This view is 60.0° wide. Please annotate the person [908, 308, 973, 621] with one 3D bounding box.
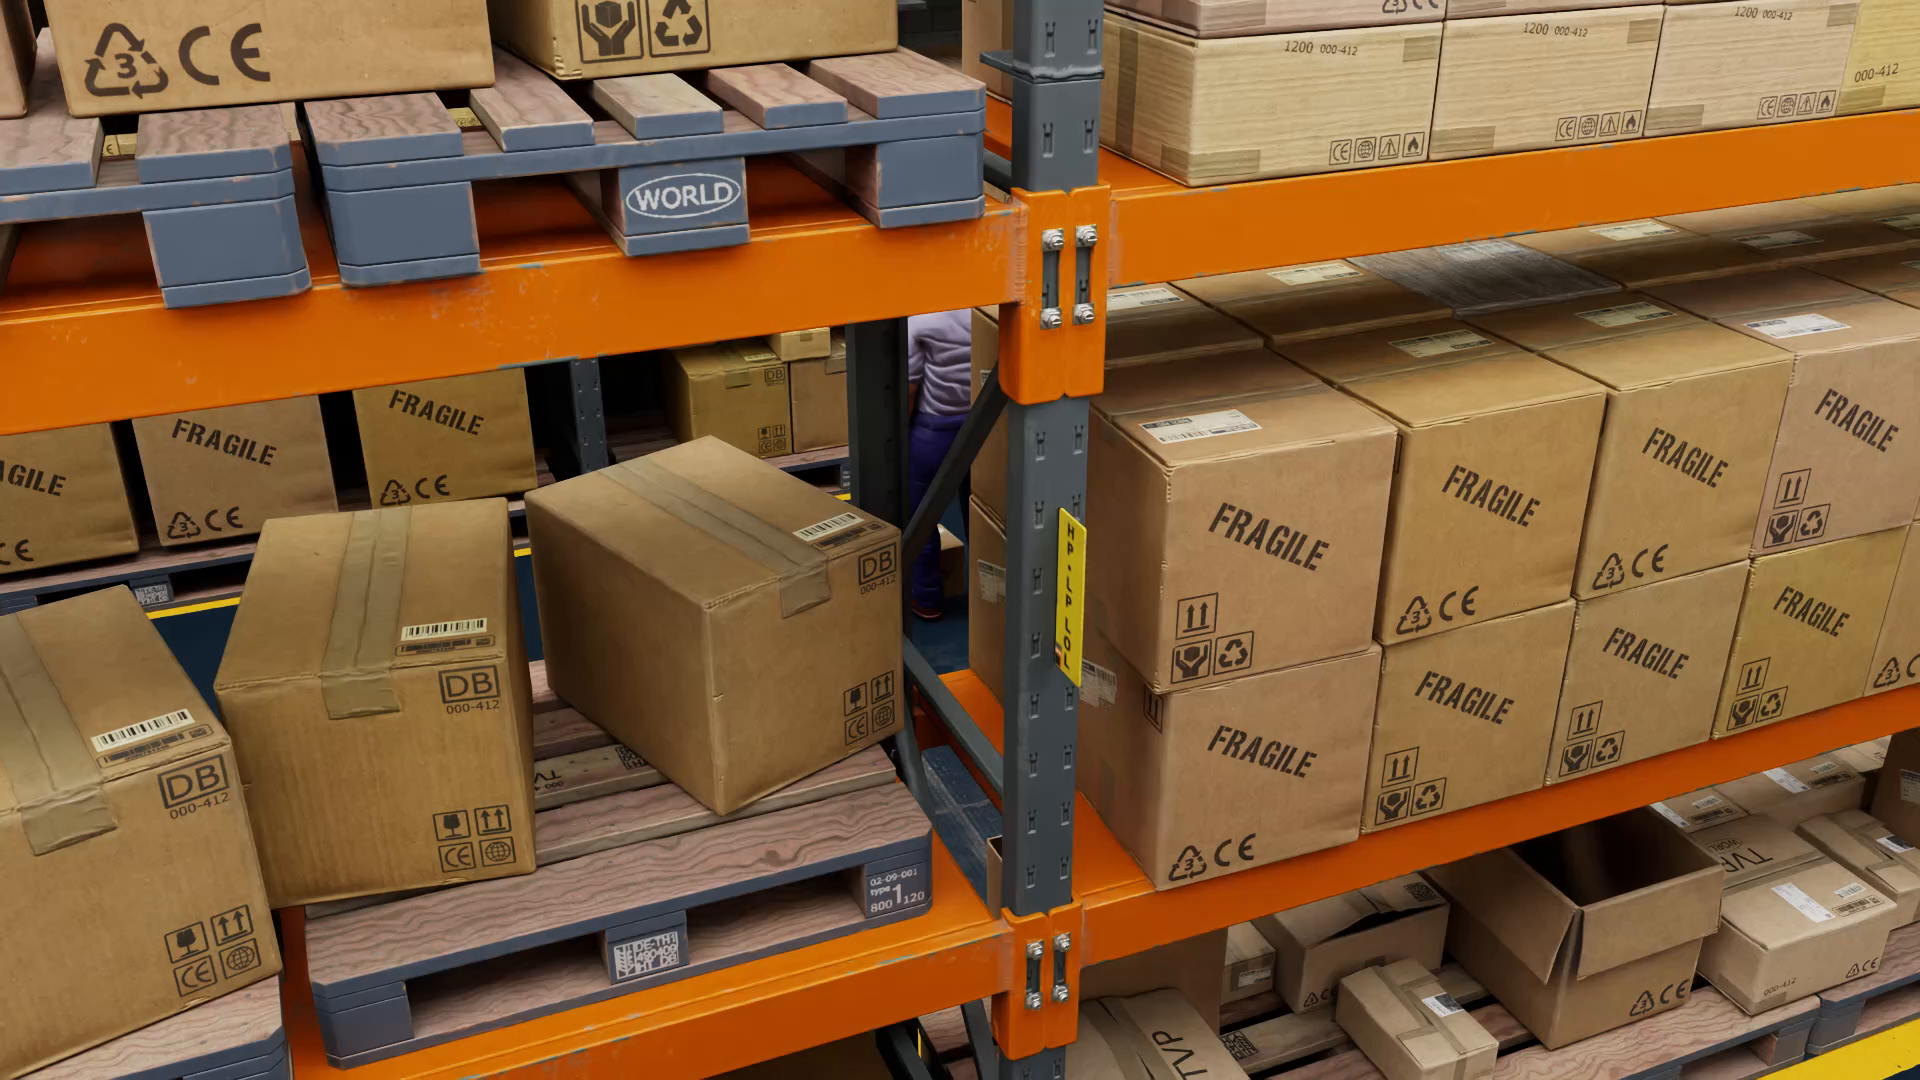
[{"bbox_3d":[-0.053,-0.433,7.008,0.546,1.650,0.424,-12,28,-23],"label":"person"}]
